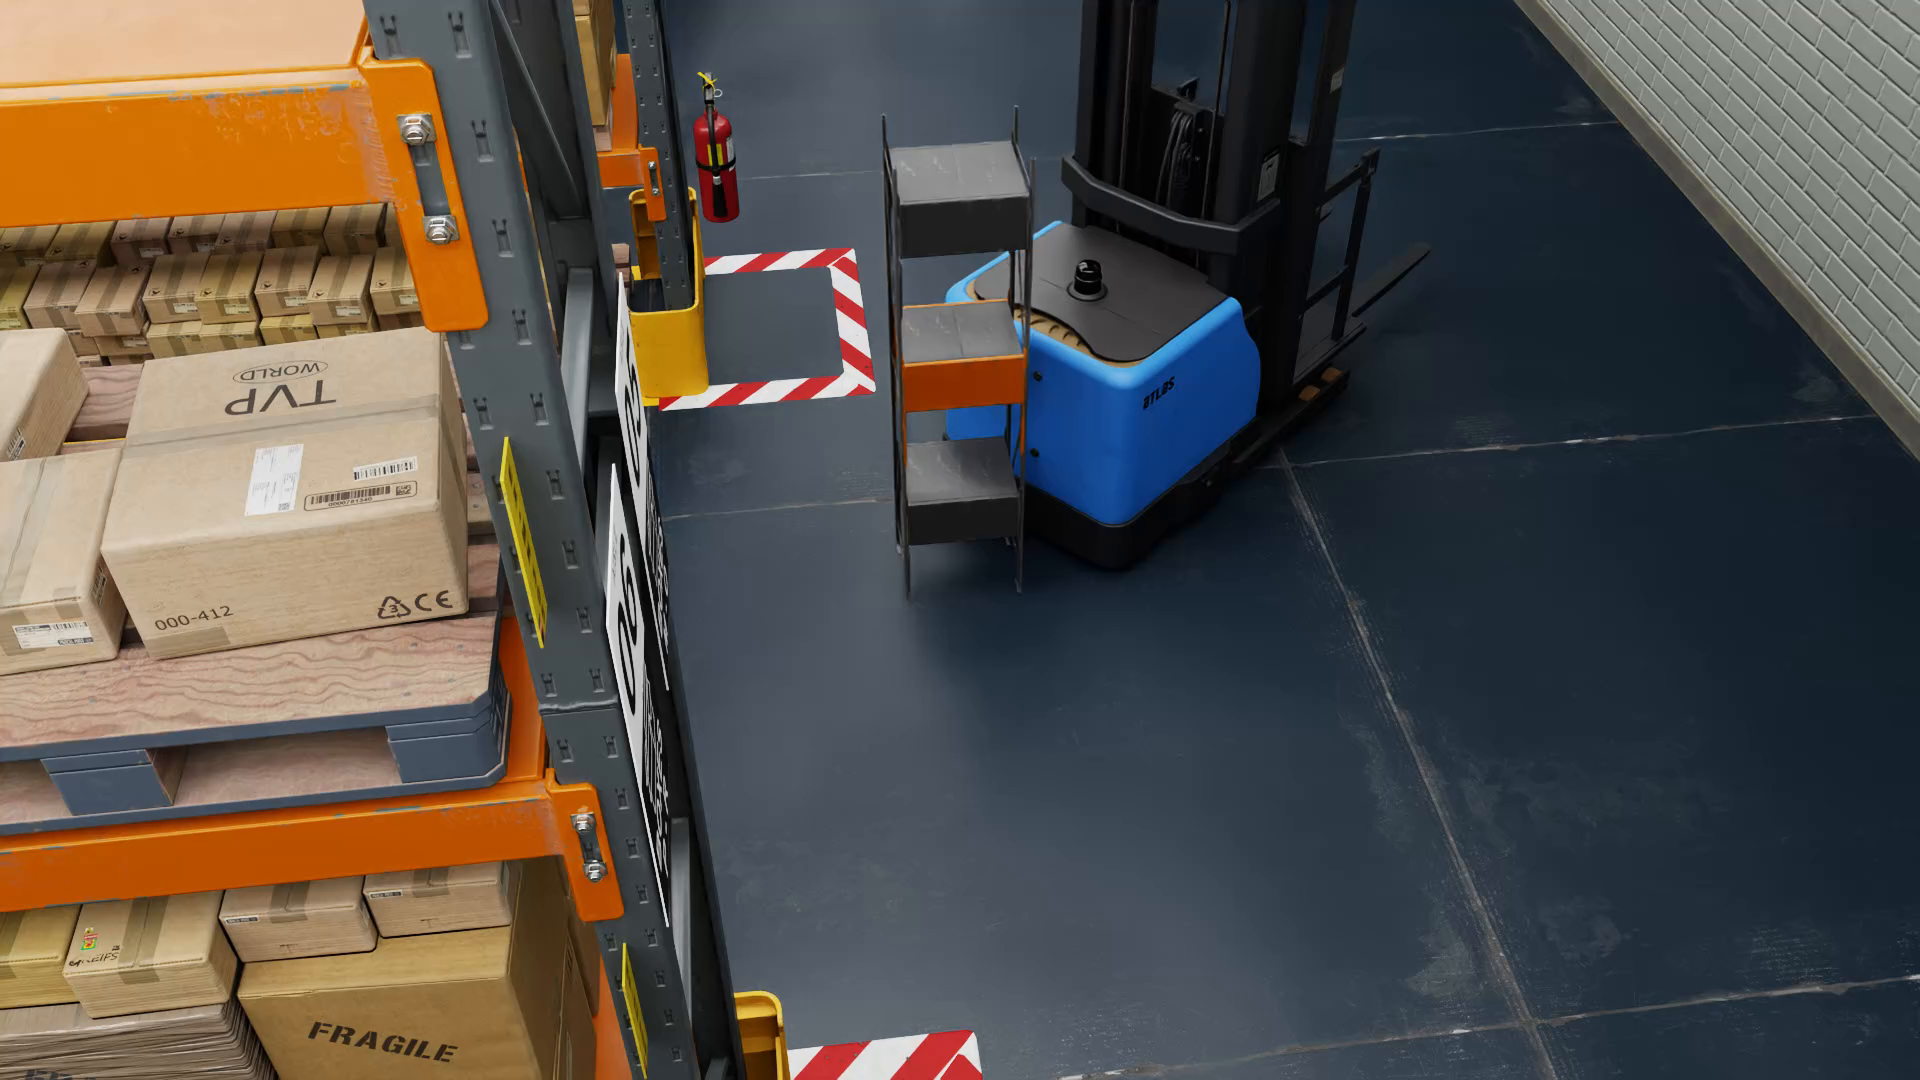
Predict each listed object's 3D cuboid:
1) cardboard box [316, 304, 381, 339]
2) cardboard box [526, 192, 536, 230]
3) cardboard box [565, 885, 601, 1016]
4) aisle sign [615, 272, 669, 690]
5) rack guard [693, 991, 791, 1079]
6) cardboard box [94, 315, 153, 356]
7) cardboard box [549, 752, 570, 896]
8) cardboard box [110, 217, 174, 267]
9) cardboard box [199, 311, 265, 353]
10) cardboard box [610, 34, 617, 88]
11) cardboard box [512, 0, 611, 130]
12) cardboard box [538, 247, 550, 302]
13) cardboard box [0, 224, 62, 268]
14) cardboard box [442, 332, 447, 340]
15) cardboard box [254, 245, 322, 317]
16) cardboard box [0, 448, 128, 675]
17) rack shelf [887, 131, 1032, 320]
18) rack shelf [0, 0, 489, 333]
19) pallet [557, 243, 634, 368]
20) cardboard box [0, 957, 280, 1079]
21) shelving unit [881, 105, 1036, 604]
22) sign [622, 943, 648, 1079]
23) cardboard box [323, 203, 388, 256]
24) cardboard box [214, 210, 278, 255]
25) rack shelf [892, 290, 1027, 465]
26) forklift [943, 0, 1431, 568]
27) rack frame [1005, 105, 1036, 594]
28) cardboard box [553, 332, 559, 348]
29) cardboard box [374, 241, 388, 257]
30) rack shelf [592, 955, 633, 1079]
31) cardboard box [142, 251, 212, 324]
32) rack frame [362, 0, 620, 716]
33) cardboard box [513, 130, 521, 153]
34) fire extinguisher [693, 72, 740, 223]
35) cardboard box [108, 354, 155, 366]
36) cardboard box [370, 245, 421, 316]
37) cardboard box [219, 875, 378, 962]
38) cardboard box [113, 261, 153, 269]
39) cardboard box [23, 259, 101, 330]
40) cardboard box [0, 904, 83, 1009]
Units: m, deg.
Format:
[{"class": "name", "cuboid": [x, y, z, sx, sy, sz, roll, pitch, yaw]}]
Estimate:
[{"class": "cardboard box", "cuboid": [-2.933, -1.093, 8.030, 0.250, 0.149, 0.380, -4, 42, -5]}, {"class": "cardboard box", "cuboid": [-2.241, -1.615, 8.386, 0.250, 0.149, 0.380, -4, 42, -5]}, {"class": "cardboard box", "cuboid": [-1.191, 0.873, 4.184, 0.500, 0.500, 0.500, -5, 42, -6]}, {"class": "aisle sign", "cuboid": [-0.644, -0.105, 3.402, 0.004, 0.787, 0.394, -5, 42, -6]}, {"class": "rack guard", "cuboid": [-0.654, 1.985, 4.891, 0.348, 0.500, 1.175, -5, 42, -6]}, {"class": "cardboard box", "cuboid": [-3.965, -1.056, 7.989, 0.250, 0.149, 0.380, -3, 42, -4]}, {"class": "cardboard box", "cuboid": [-1.191, 0.503, 3.847, 0.500, 0.500, 0.500, -6, 42, -6]}, {"class": "cardboard box", "cuboid": [-4.049, -1.525, 8.287, 0.250, 0.149, 0.380, -7, 43, -8]}, {"class": "cardboard box", "cuboid": [-3.459, -1.040, 7.972, 0.250, 0.149, 0.380, -5, 42, -5]}, {"class": "cardboard box", "cuboid": [-1.784, -2.316, 7.981, 0.250, 0.149, 0.380, -5, 42, -6]}, {"class": "cardboard box", "cuboid": [-1.832, -2.158, 7.321, 0.500, 0.500, 0.500, -4, 42, -5]}, {"class": "cardboard box", "cuboid": [-1.912, -1.324, 8.064, 0.250, 0.149, 0.380, -5, 42, -5]}, {"class": "cardboard box", "cuboid": [-4.573, -1.470, 8.226, 0.250, 0.149, 0.380, -5, 42, -6]}, {"class": "cardboard box", "cuboid": [-2.421, -1.146, 8.089, 0.250, 0.149, 0.380, -7, 42, -7]}, {"class": "cardboard box", "cuboid": [-3.209, -1.243, 7.975, 0.250, 0.149, 0.380, -6, 42, -7]}, {"class": "cardboard box", "cuboid": [-1.518, 0.033, 2.748, 0.250, 0.149, 0.380, -8, 43, -9]}, {"class": "rack shelf", "cuboid": [-0.011, -1.168, 6.167, 0.480, 0.518, 0.431, -5, 42, -6]}, {"class": "rack shelf", "cuboid": [-2.661, -0.580, 2.225, 4.000, 0.370, 1.077, -5, 42, -6]}, {"class": "pallet", "cuboid": [-2.305, -1.131, 8.561, 1.213, 0.211, 1.003, -5, 42, -6]}, {"class": "cardboard box", "cuboid": [-1.640, 0.915, 3.390, 0.500, 0.500, 0.500, -5, 42, -5]}, {"class": "shelving unit", "cuboid": [-0.011, -0.658, 6.627, 0.503, 2.100, 0.431, -5, 42, -6]}, {"class": "sign", "cuboid": [-0.621, 0.902, 3.184, 0.005, 0.325, 0.100, -5, 42, -6]}, {"class": "cardboard box", "cuboid": [-3.019, -1.583, 8.352, 0.250, 0.149, 0.380, -3, 42, -4]}, {"class": "cardboard box", "cuboid": [-3.523, -1.506, 8.266, 0.250, 0.149, 0.380, -5, 42, -5]}, {"class": "rack shelf", "cuboid": [-0.011, -0.648, 6.636, 0.480, 0.518, 0.431, -5, 42, -6]}, {"class": "forklift", "cuboid": [1.269, -1.877, 7.358, 1.130, 2.935, 3.031, 30, 50, 29]}, {"class": "rack frame", "cuboid": [0.231, -0.680, 6.652, 0.015, 2.100, 0.400, -5, 42, -6]}, {"class": "cardboard box", "cuboid": [-1.915, -1.133, 8.297, 0.250, 0.149, 0.380, -4, 42, -5]}, {"class": "cardboard box", "cuboid": [-3.002, -1.450, 8.426, 0.250, 0.149, 0.380, -7, 43, -8]}, {"class": "rack shelf", "cuboid": [-2.661, 1.500, 4.100, 4.000, 0.370, 1.077, -5, 42, -6]}, {"class": "cardboard box", "cuboid": [-3.715, -1.207, 7.934, 0.250, 0.149, 0.380, -7, 42, -7]}, {"class": "rack frame", "cuboid": [-0.678, -1.169, 2.043, 0.127, 3.000, 1.000, -5, 42, -6]}, {"class": "cardboard box", "cuboid": [-1.958, -1.914, 7.535, 0.250, 0.149, 0.380, -5, 42, -6]}, {"class": "fire extinguisher", "cuboid": [-1.110, -1.768, 7.522, 0.183, 0.674, 0.296, -5, 42, -6]}, {"class": "cardboard box", "cuboid": [-3.973, -0.969, 8.115, 0.250, 0.149, 0.380, -7, 42, -7]}, {"class": "cardboard box", "cuboid": [-2.674, -1.253, 7.986, 0.250, 0.149, 0.380, -7, 42, -7]}, {"class": "cardboard box", "cuboid": [-1.257, 0.612, 3.242, 0.250, 0.149, 0.380, -4, 42, -5]}, {"class": "cardboard box", "cuboid": [-4.073, -1.377, 8.345, 0.250, 0.149, 0.380, -4, 42, -4]}, {"class": "cardboard box", "cuboid": [-4.237, -1.160, 7.883, 0.250, 0.149, 0.380, -6, 42, -7]}, {"class": "cardboard box", "cuboid": [-1.757, 0.684, 3.161, 0.250, 0.149, 0.380, -4, 42, -5]}]
